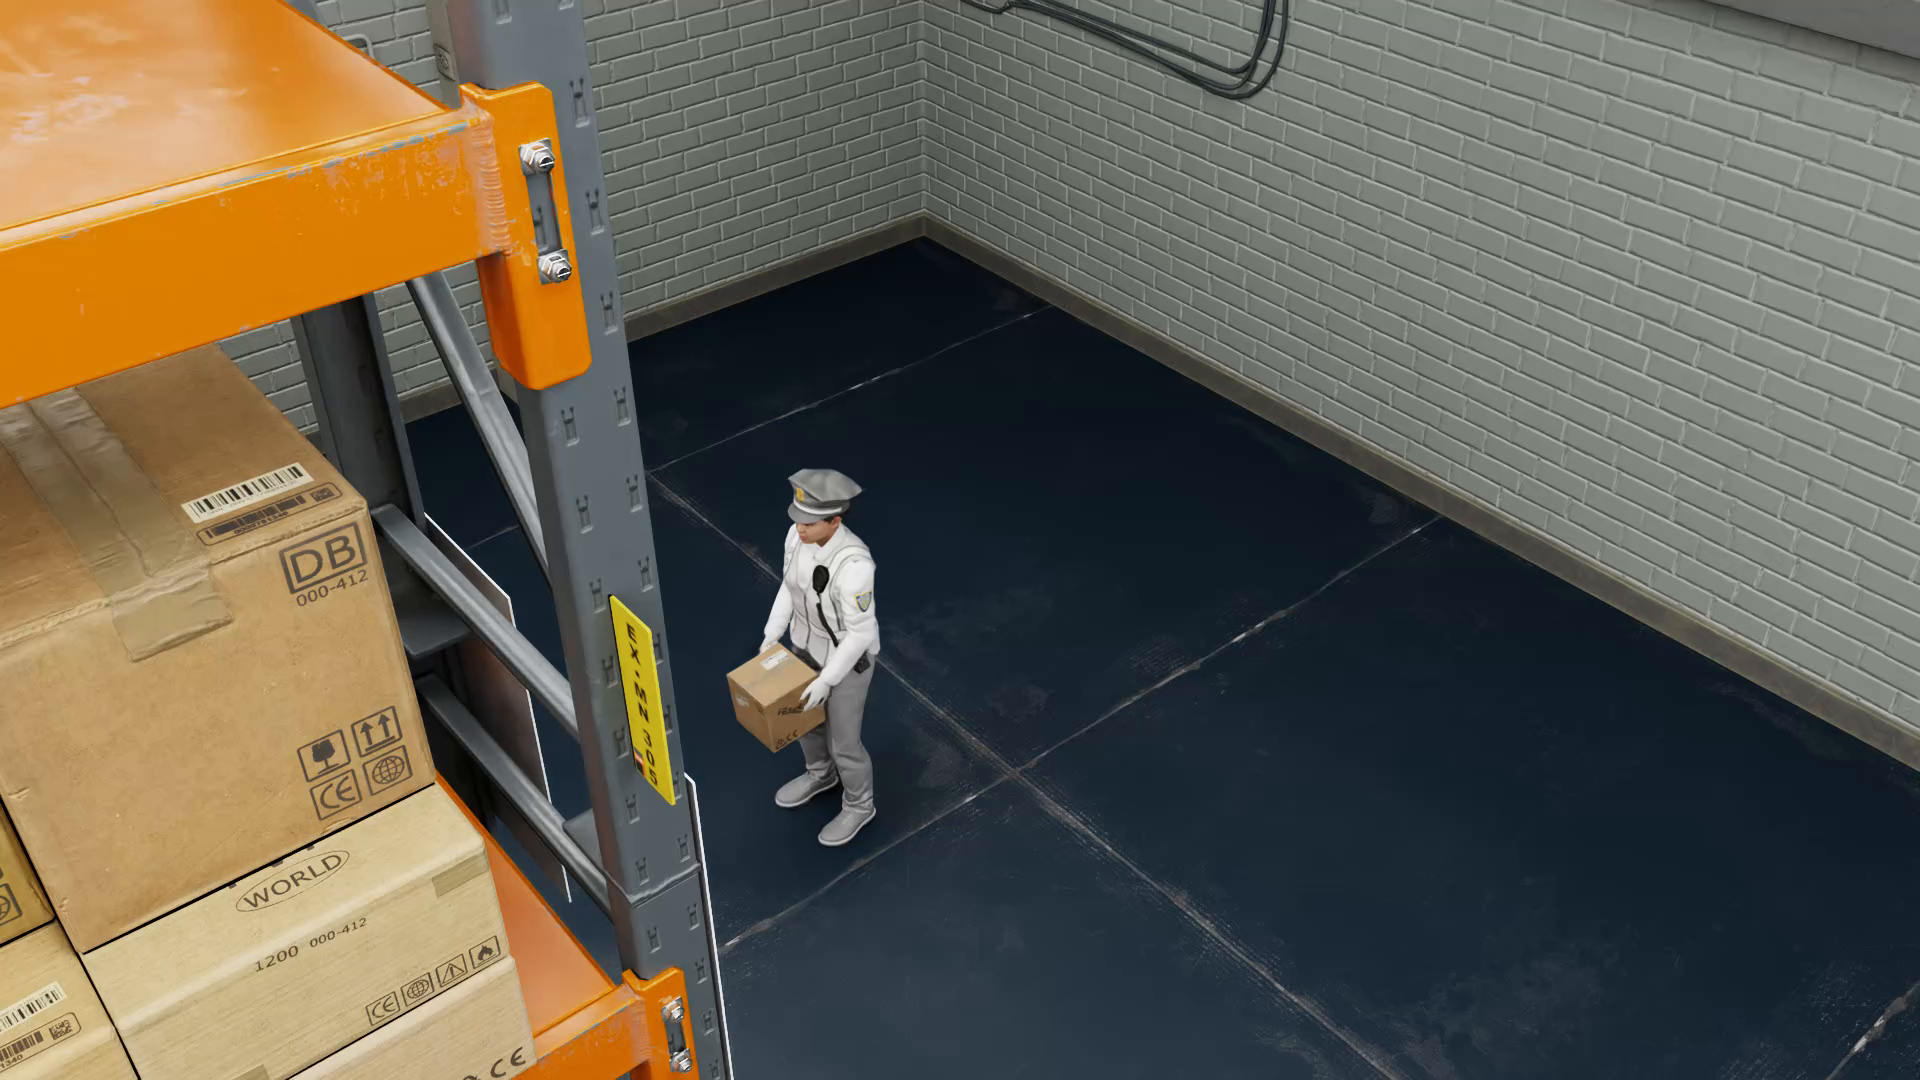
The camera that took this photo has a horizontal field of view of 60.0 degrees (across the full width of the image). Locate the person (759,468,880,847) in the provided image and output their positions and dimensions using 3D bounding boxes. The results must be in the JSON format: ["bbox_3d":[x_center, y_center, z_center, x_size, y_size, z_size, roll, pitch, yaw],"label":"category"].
[{"bbox_3d":[-0.530,0.457,6.429,0.410,1.684,0.500,-27,44,-32],"label":"person"}]
